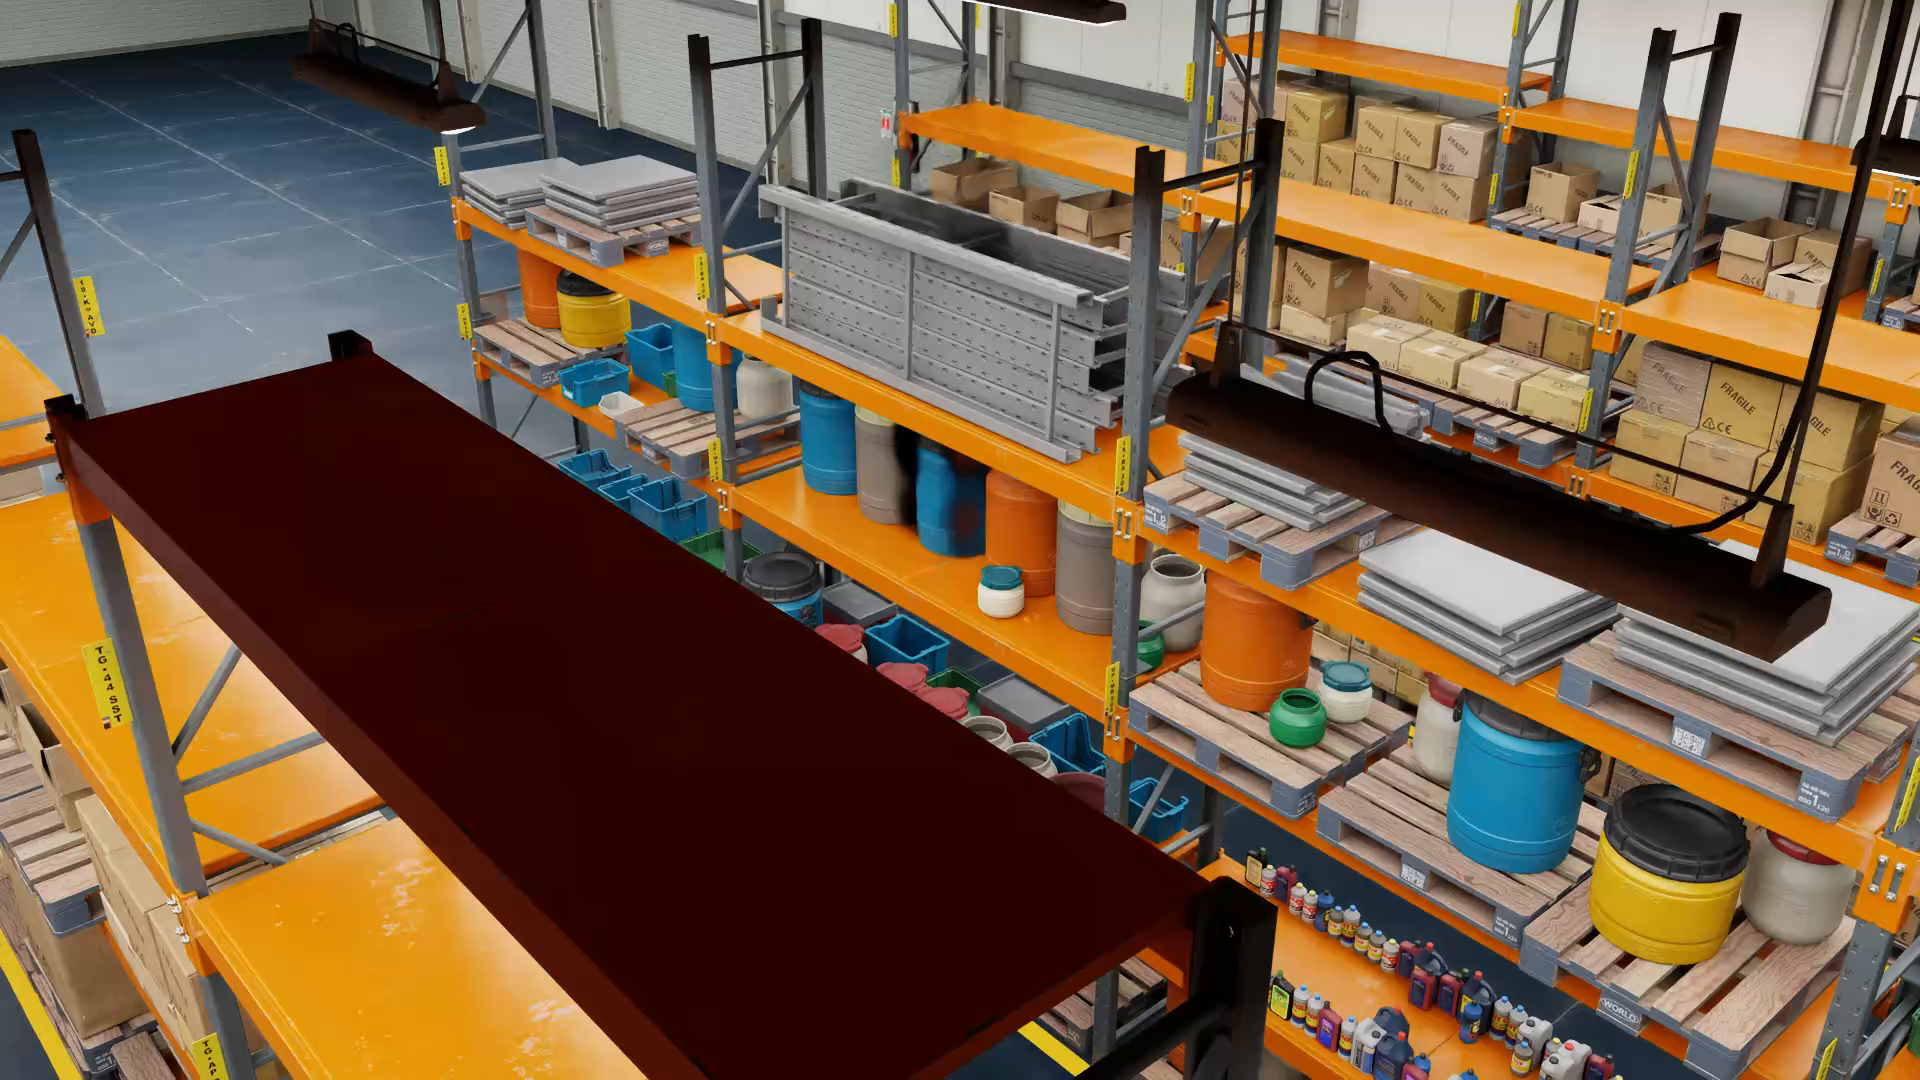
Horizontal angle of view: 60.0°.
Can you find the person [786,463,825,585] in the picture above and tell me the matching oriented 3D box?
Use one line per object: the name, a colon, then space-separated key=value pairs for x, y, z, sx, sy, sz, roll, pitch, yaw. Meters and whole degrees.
person: x=-1.451 y=-0.088 z=15.777 sx=0.897 sy=1.745 sz=0.712 roll=21 pitch=34 yaw=35
